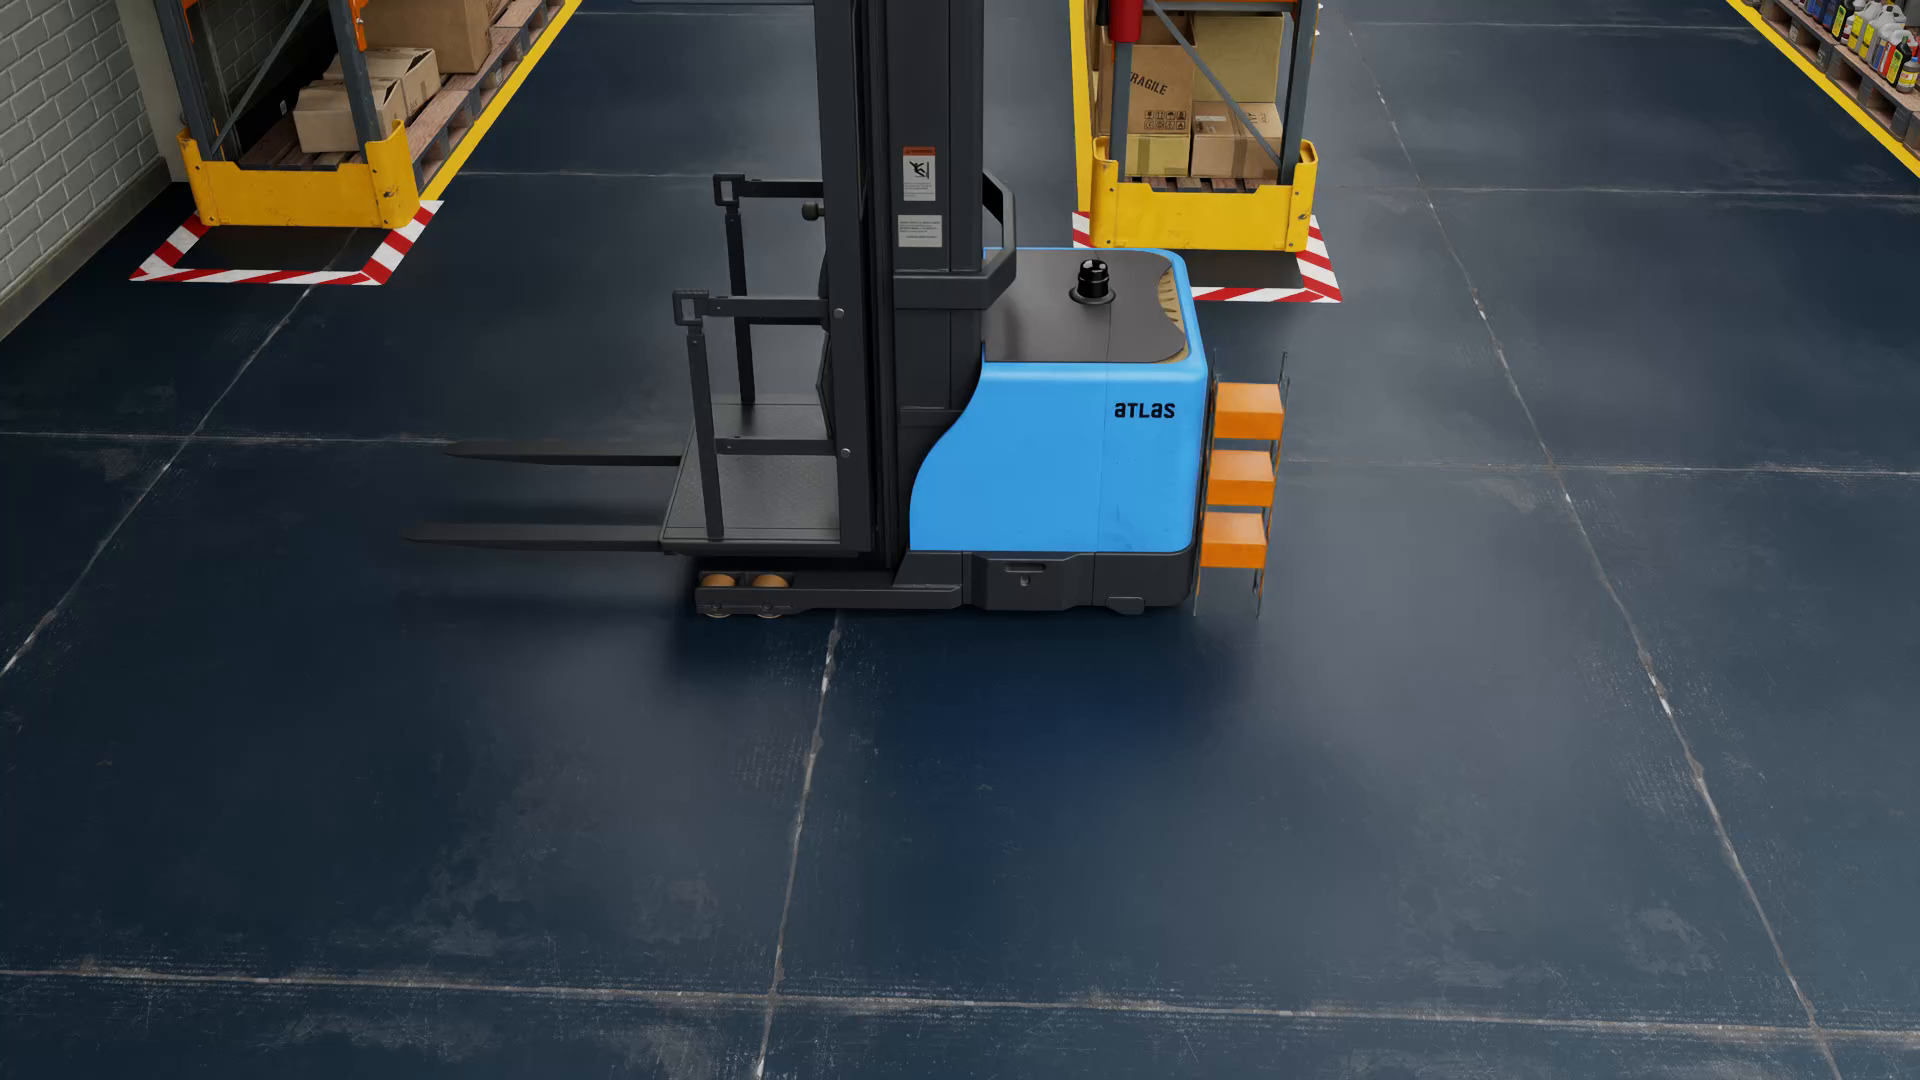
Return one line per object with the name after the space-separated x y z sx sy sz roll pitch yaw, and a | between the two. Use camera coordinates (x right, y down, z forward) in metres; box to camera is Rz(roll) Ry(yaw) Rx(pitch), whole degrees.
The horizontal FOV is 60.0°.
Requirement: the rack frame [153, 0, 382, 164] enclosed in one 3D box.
-3.652 -3.016 8.433 1.000 3.000 0.127 1 35 2 | rack frame

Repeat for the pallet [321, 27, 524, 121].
-3.529 -3.084 10.954 1.003 0.211 1.213 1 35 2 | pallet

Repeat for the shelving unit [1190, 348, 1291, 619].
1.018 -0.190 6.107 0.252 1.050 0.215 2 35 3 | shelving unit

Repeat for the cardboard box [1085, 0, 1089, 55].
1.086 -3.415 11.027 0.500 0.250 0.500 1 35 2 | cardboard box

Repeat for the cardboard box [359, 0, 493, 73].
-3.432 -3.317 10.652 0.700 0.500 0.500 -1 35 -1 | cardboard box

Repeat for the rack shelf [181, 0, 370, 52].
-3.572 -3.871 10.275 1.077 0.370 4.000 1 35 2 | rack shelf

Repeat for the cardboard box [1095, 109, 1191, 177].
1.024 -2.266 9.391 0.500 0.250 0.500 1 35 2 | cardboard box

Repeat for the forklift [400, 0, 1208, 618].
-0.629 -1.205 5.916 3.031 2.935 1.130 1 35 1 | forklift

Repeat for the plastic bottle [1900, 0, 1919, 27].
6.513 -3.653 11.325 0.152 0.276 0.135 1 35 2 | plastic bottle

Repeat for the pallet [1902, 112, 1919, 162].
6.241 -2.158 9.637 1.003 0.211 1.213 1 35 2 | pallet

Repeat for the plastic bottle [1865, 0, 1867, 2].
6.075 -3.609 11.266 0.097 0.271 0.097 0 35 0 | plastic bottle

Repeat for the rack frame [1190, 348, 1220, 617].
0.897 -0.194 6.113 0.008 1.050 0.200 2 35 3 | rack frame

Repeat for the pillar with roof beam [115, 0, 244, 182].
-0.187 -5.793 7.167 9.100 9.000 0.400 1 35 2 | pillar with roof beam

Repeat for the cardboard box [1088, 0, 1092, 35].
1.069 -3.435 10.402 0.500 0.500 0.500 1 35 2 | cardboard box

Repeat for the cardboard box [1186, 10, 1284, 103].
1.560 -2.848 9.567 0.500 0.500 0.500 1 35 2 | cardboard box

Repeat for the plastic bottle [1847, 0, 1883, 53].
5.936 -3.375 10.864 0.144 0.351 0.185 1 35 2 | plastic bottle

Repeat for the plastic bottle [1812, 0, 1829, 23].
5.961 -3.727 11.366 0.144 0.351 0.185 2 35 3 | plastic bottle

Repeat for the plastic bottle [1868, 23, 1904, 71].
5.926 -3.142 10.598 0.152 0.276 0.135 0 35 1 | plastic bottle

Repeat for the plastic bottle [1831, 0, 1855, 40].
5.905 -3.497 11.098 0.061 0.283 0.133 3 35 4 | plastic bottle

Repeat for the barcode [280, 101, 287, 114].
-3.933 -2.515 9.667 0.001 0.075 0.075 1 35 2 | barcode

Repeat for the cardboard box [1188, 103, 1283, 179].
1.542 -2.254 9.374 0.500 0.250 0.500 1 35 2 | cardboard box

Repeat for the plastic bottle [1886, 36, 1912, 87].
5.869 -2.989 10.374 0.061 0.283 0.133 2 35 3 | plastic bottle

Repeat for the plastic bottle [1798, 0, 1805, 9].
5.949 -3.831 11.643 0.097 0.201 0.097 0 35 0 | plastic bottle

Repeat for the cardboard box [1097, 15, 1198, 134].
1.022 -2.572 9.175 0.500 0.500 0.500 1 35 2 | cardboard box

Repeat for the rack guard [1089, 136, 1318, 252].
1.297 -1.867 8.972 1.175 0.500 0.348 1 35 2 | rack guard

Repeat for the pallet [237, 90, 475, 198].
-3.581 -2.385 9.960 1.003 0.211 1.213 1 35 2 | pallet

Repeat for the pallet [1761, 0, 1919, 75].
6.339 -3.560 11.631 1.003 0.211 1.213 1 35 2 | pallet

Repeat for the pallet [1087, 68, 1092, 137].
1.338 -2.902 10.696 1.003 0.211 1.213 1 35 2 | pallet

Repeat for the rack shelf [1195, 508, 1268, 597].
1.018 0.046 6.273 0.240 0.259 0.215 2 35 3 | rack shelf

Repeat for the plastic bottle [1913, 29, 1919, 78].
6.027 -3.063 10.480 0.061 0.283 0.133 1 35 2 | plastic bottle

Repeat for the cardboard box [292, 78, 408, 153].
-3.534 -2.491 9.642 0.500 0.311 0.500 -2 35 -3 | cardboard box

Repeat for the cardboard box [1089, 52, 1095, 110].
1.051 -2.840 10.209 0.500 0.250 0.500 1 35 2 | cardboard box

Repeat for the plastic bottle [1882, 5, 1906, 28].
6.085 -3.355 10.901 0.152 0.276 0.135 1 35 2 | plastic bottle
